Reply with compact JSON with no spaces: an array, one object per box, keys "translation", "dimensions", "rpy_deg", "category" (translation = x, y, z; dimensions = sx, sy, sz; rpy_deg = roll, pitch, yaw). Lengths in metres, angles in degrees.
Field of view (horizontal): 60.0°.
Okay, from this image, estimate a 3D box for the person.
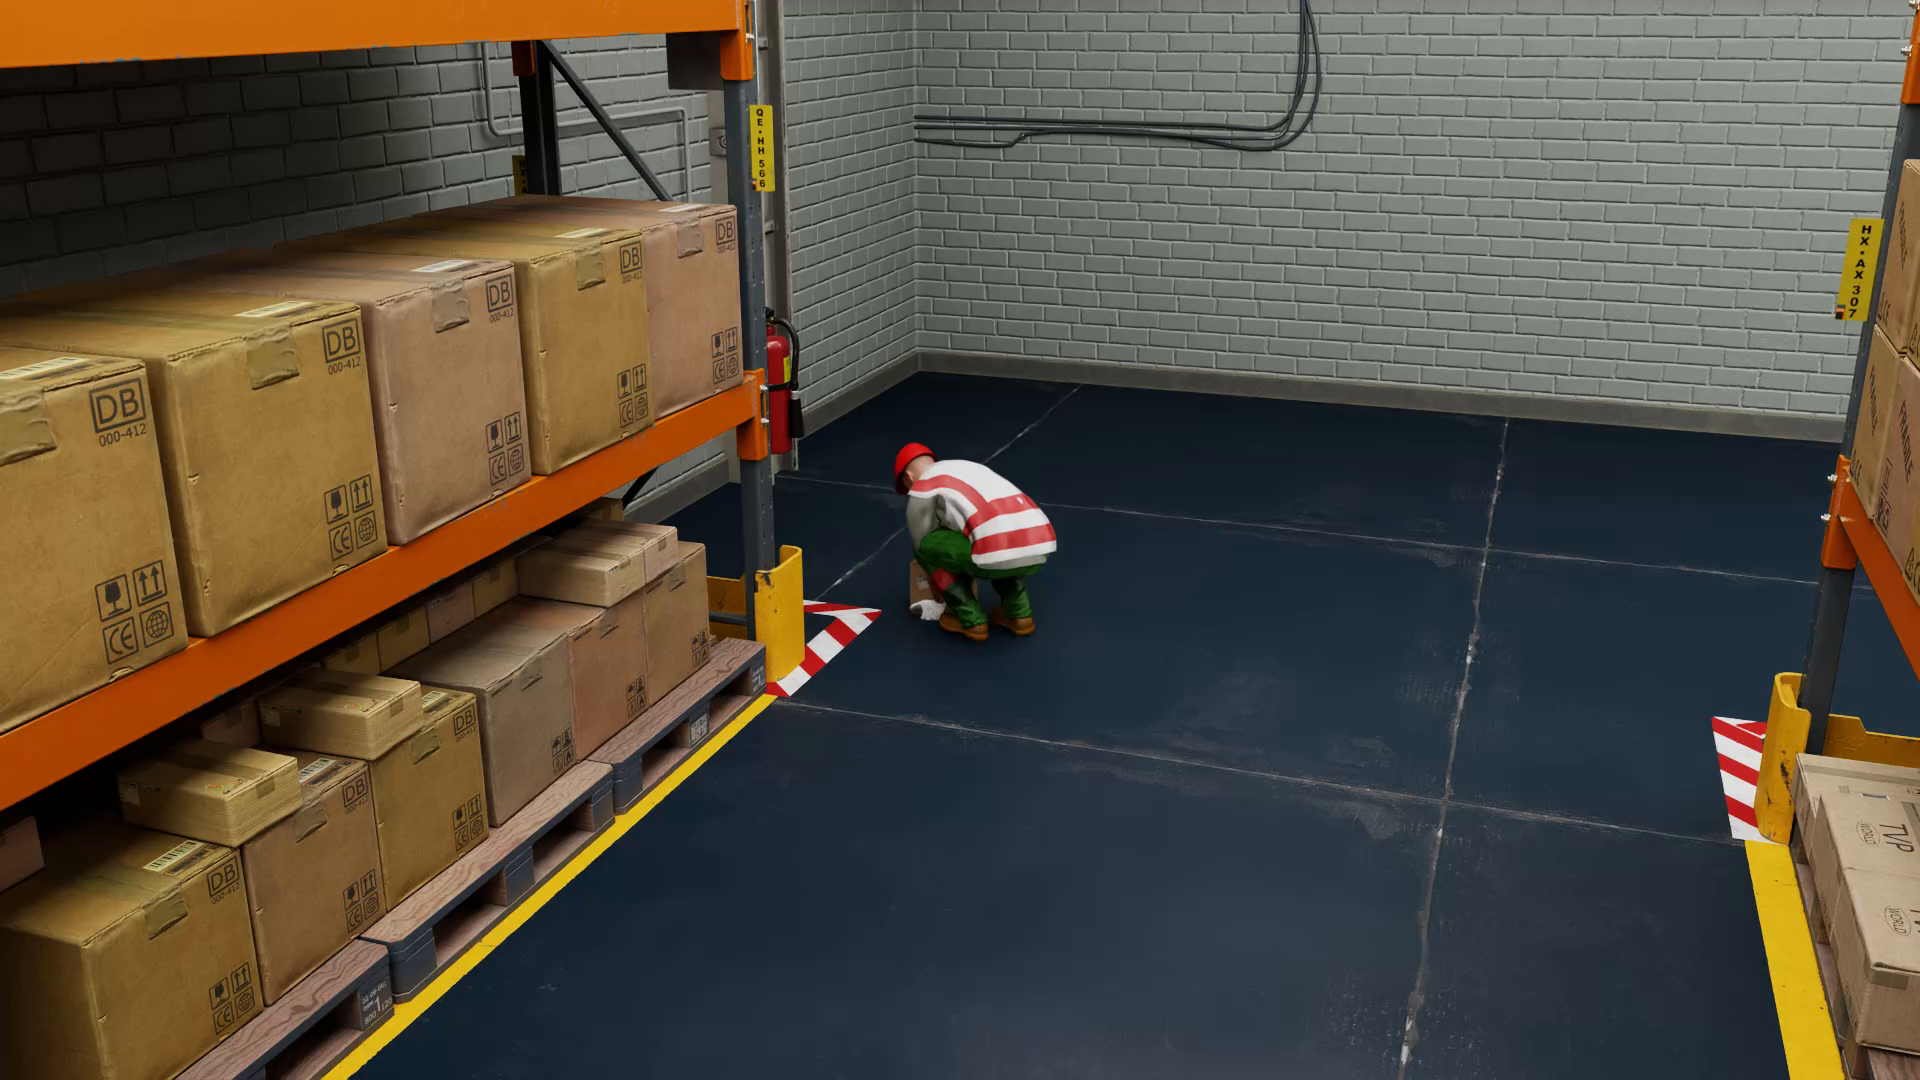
[{"translation":[0.037,0.044,7.603],"dimensions":[0.540,0.862,0.929],"rpy_deg":[-12,22,-32],"category":"person"}]
